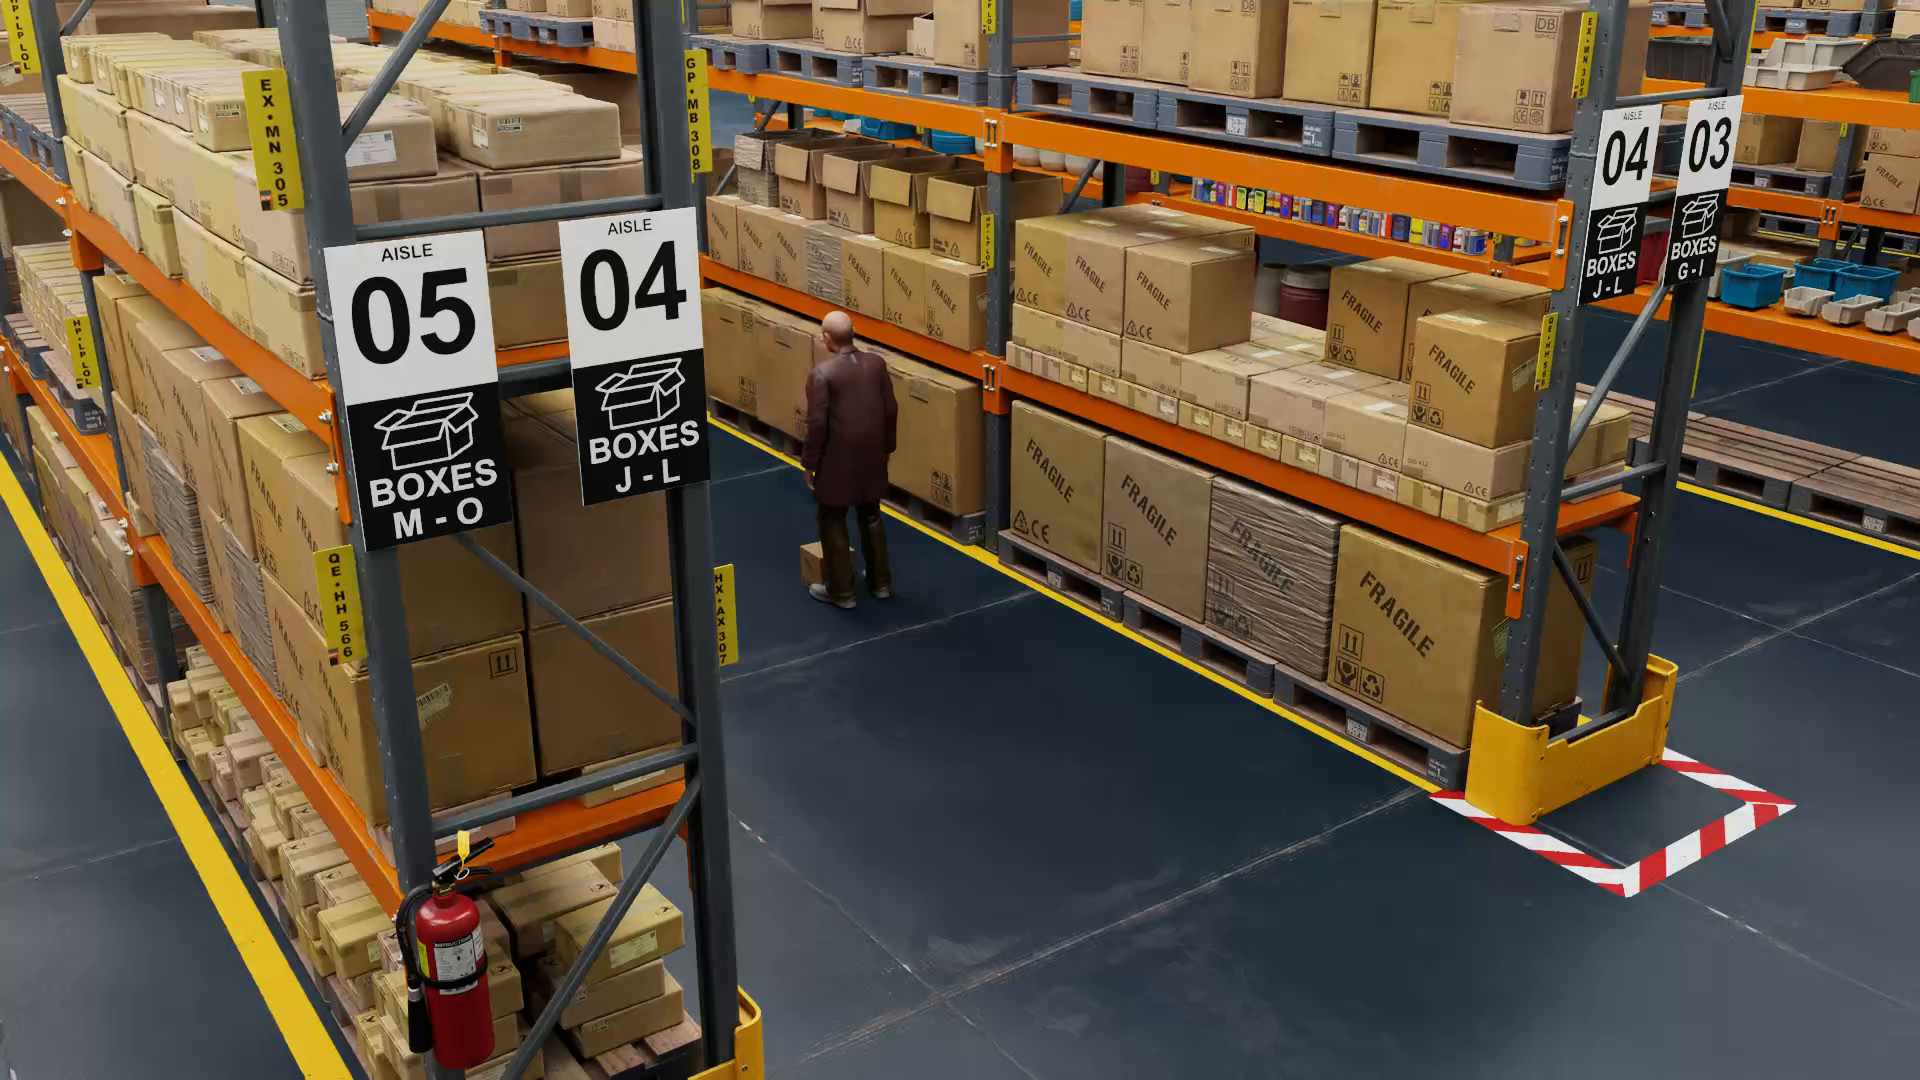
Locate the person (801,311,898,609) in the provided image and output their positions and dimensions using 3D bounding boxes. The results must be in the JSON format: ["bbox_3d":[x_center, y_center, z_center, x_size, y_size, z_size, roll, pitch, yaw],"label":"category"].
[{"bbox_3d":[-0.658,-0.476,9.842,0.640,1.773,0.426,-15,26,-34],"label":"person"}]
